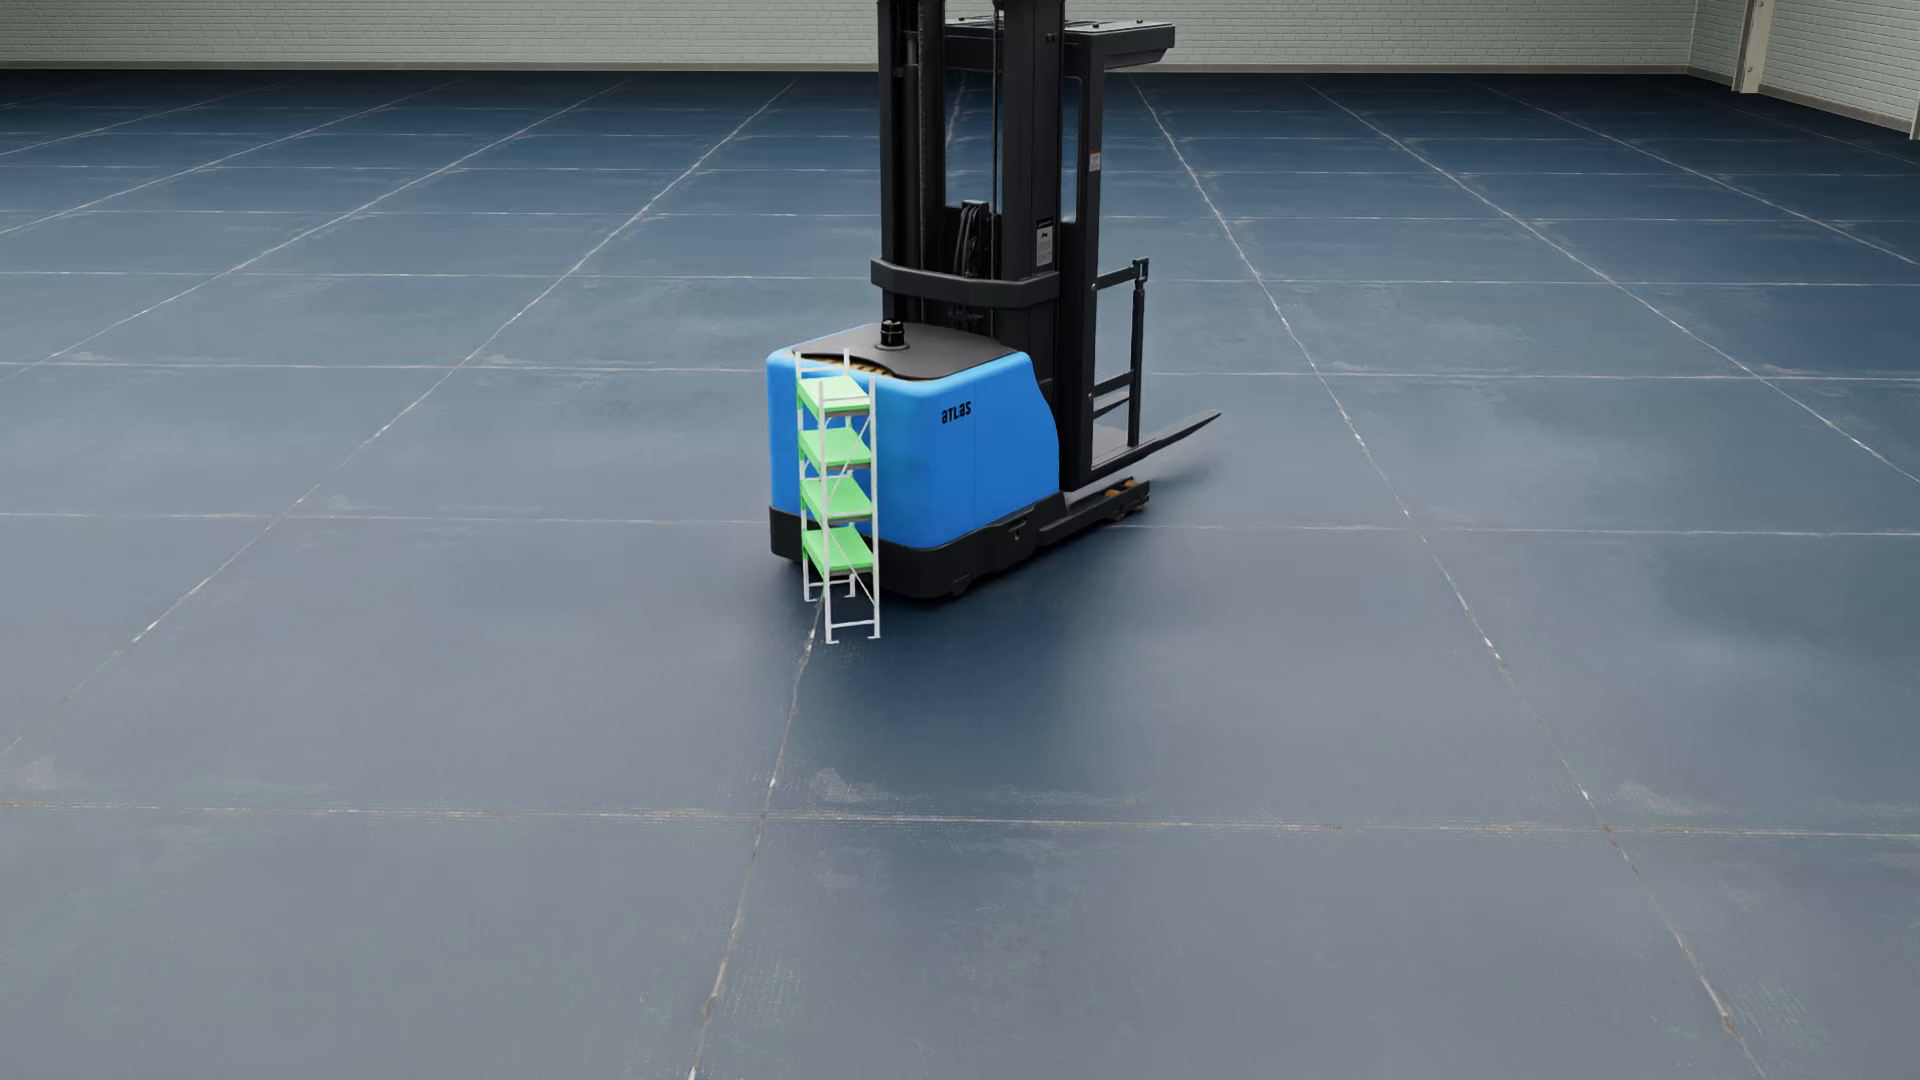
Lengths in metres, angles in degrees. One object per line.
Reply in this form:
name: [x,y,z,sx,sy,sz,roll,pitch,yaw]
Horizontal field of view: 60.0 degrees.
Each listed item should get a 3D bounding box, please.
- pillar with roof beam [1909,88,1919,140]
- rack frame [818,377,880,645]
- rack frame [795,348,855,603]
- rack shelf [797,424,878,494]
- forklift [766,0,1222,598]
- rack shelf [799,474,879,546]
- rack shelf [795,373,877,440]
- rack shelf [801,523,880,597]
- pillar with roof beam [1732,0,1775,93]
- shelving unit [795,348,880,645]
pillar with roof beam: [8.717,-9.611,20.859,9.100,9.000,0.400,1,21,2]
rack frame: [-0.474,-0.112,7.158,0.240,1.200,0.015,-6,22,-15]
rack frame: [-0.611,-0.281,7.595,0.240,1.200,0.015,-6,22,-15]
rack shelf: [-0.543,-0.361,7.313,0.258,0.148,0.480,-6,22,-15]
forklift: [0.366,-1.564,8.507,1.130,2.935,3.031,16,26,35]
rack shelf: [-0.543,-0.137,7.400,0.258,0.148,0.480,-6,22,-15]
rack shelf: [-0.543,-0.584,7.226,0.258,0.148,0.480,-6,22,-15]
rack shelf: [-0.543,0.087,7.487,0.258,0.148,0.480,-6,22,-15]
pillar with roof beam: [8.900,-11.780,26.450,9.100,9.000,0.400,1,21,2]
shelving unit: [-0.543,-0.197,7.377,0.258,1.200,0.503,-6,22,-15]
